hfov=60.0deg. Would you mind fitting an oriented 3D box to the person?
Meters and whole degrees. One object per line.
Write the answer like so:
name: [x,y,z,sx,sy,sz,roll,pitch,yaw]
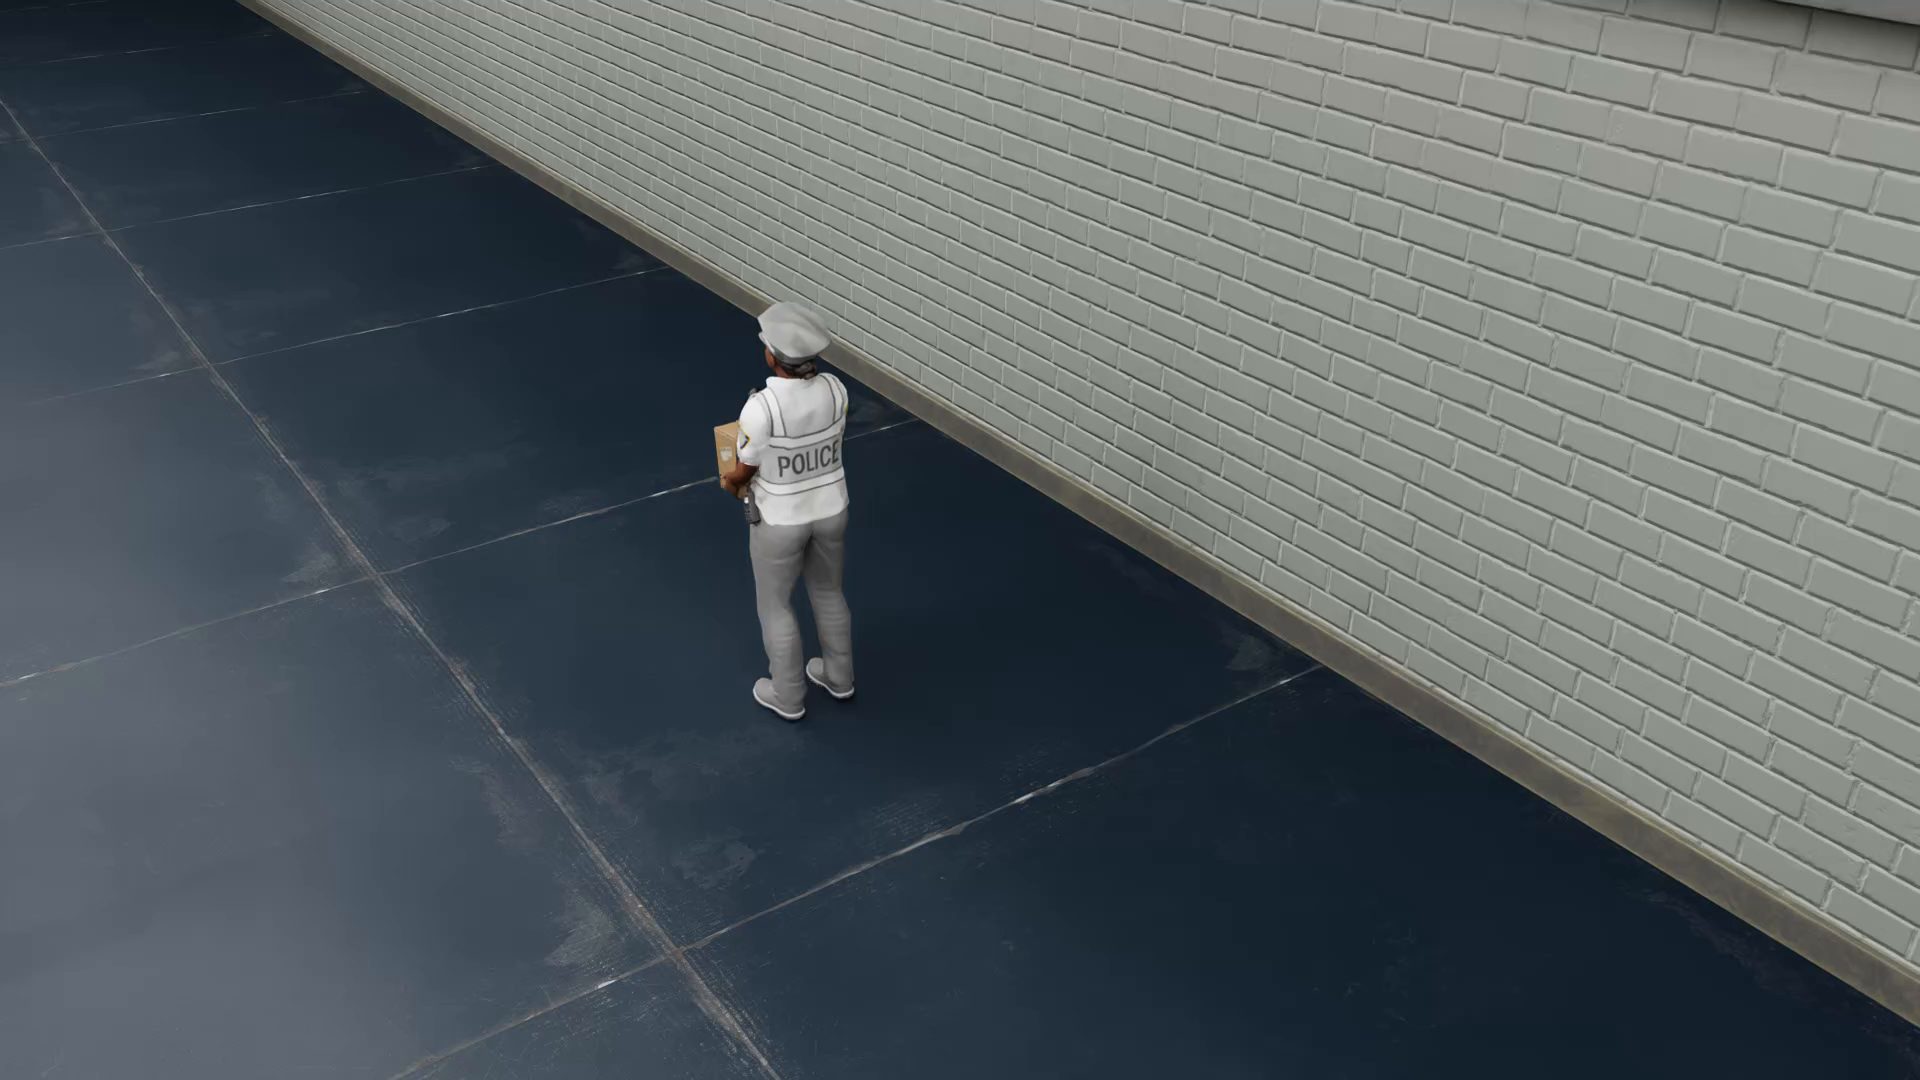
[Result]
person: [-0.659,-0.125,6.315,0.455,1.697,0.530,-19,34,-31]
